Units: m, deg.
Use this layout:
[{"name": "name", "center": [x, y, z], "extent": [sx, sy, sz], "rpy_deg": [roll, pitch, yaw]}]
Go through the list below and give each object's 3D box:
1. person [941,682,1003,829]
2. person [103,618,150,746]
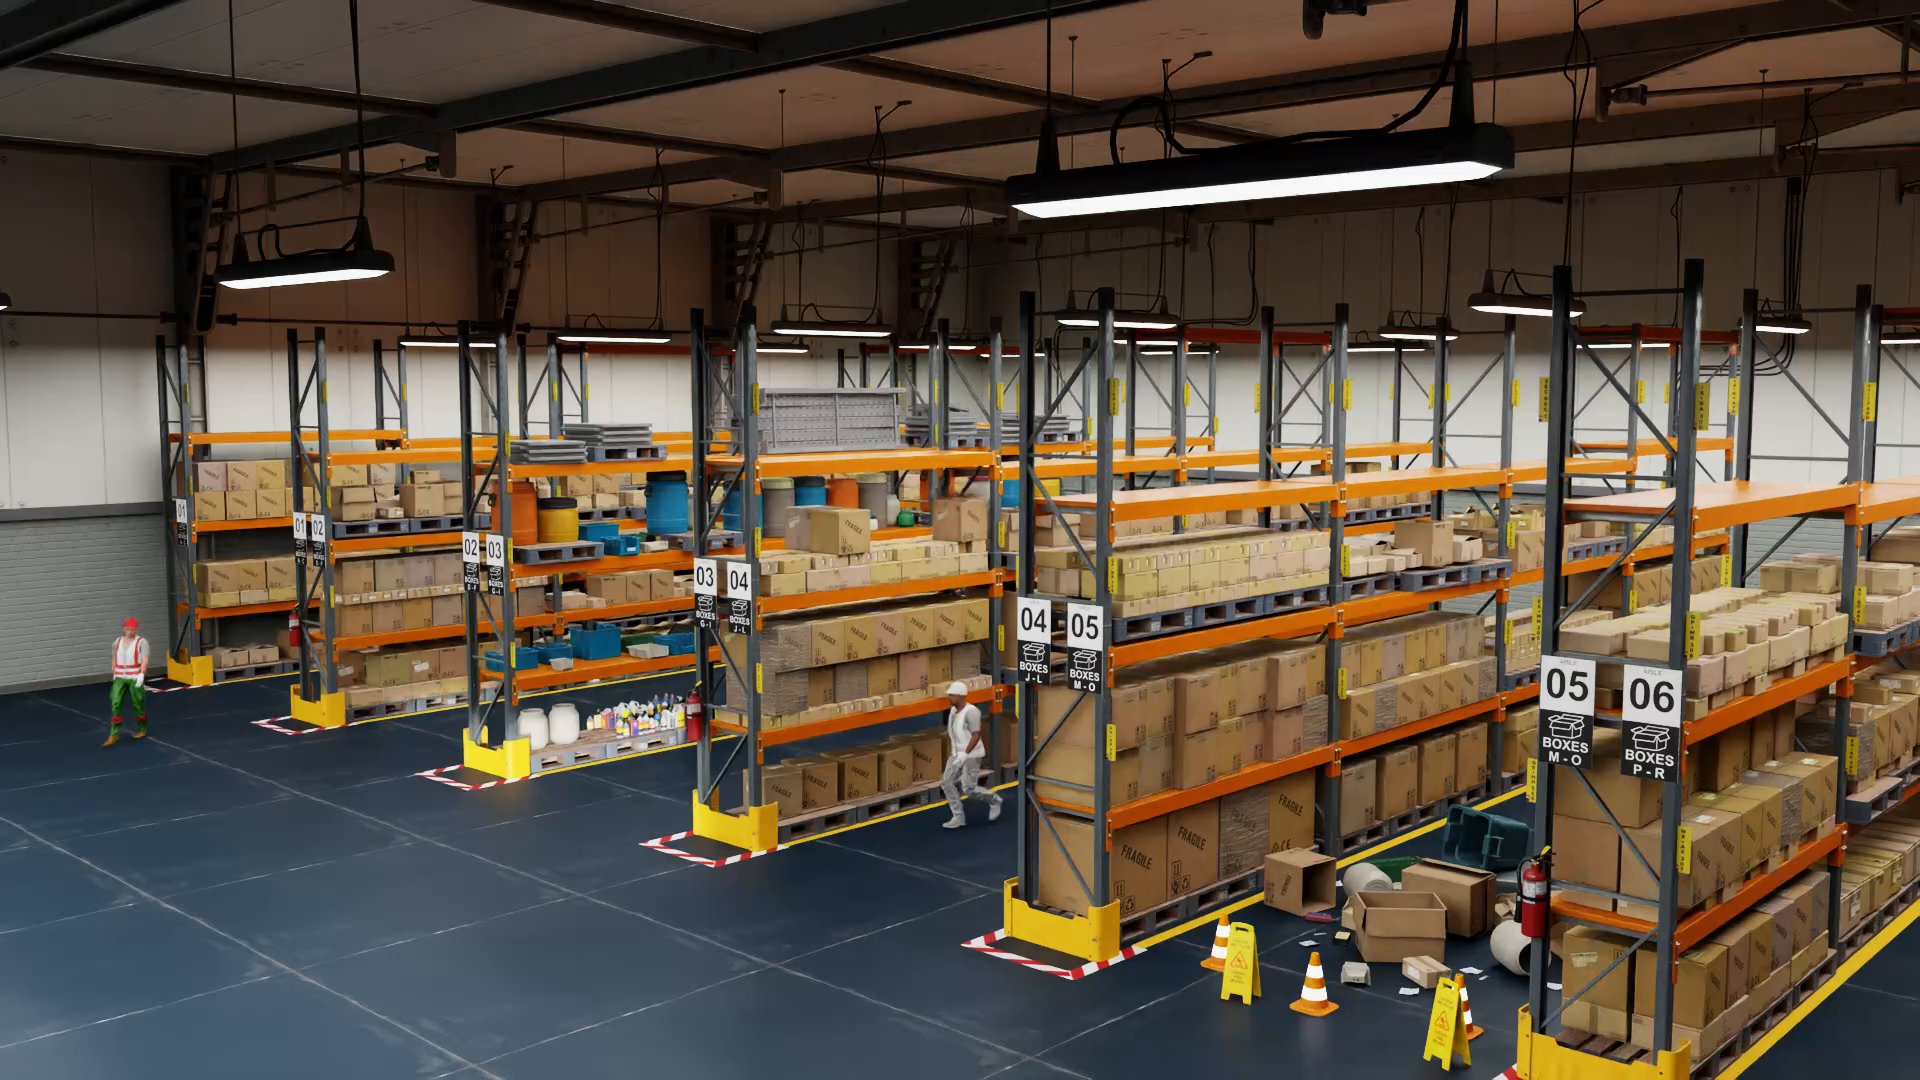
[{"name": "person", "center": [0.104, 2.494, 19.517], "extent": [0.798, 1.696, 0.607], "rpy_deg": [-4, 6, -33]}, {"name": "person", "center": [-12.047, 2.038, 24.025], "extent": [0.561, 1.789, 0.795], "rpy_deg": [0, 5, -5]}]
